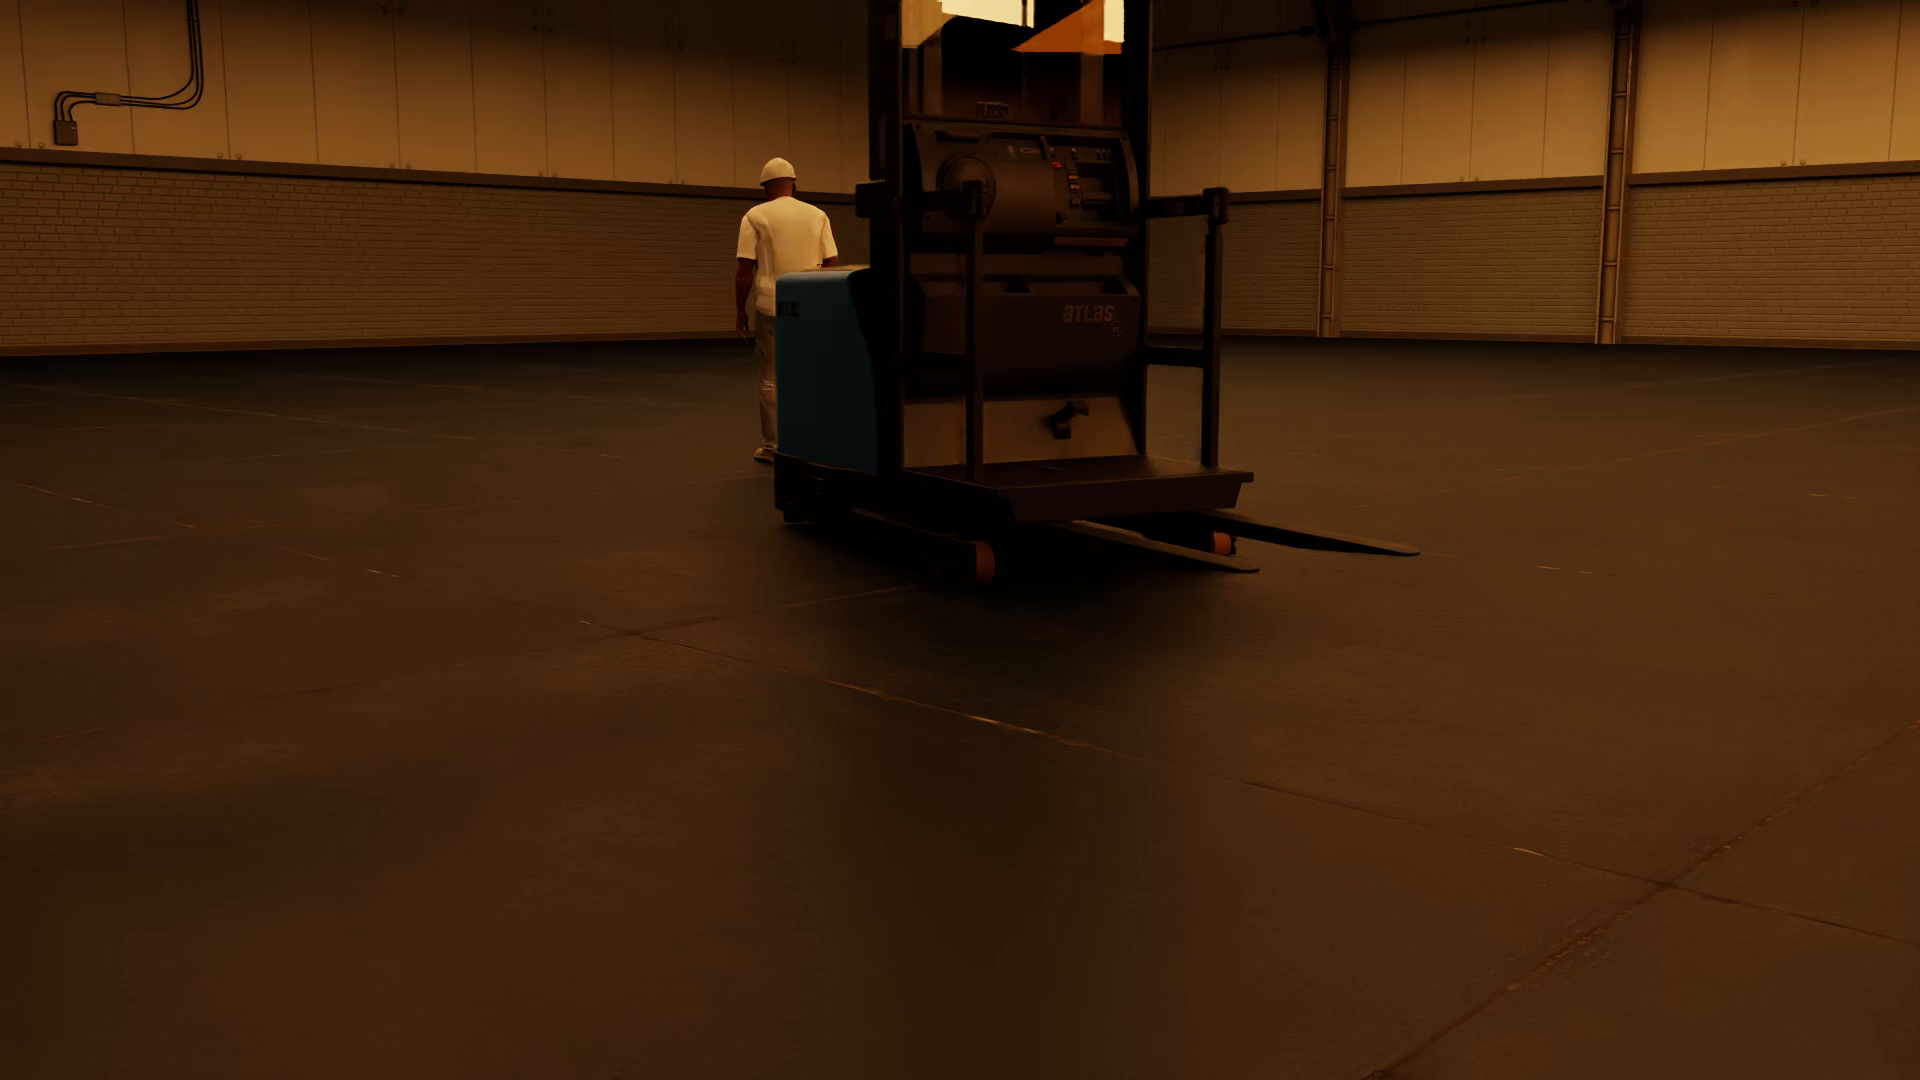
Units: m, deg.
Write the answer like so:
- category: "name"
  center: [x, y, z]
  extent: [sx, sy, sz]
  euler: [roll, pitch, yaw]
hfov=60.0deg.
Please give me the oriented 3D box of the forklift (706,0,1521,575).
- category: "forklift"
  center: [0.565, -1.416, 6.275]
  extent: [3.031, 2.935, 1.130]
  euler: [3, 9, 22]

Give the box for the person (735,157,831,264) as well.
- category: "person"
  center: [-1.021, -1.338, 9.723]
  extent: [0.608, 1.755, 0.462]
  euler: [-3, 9, -19]
